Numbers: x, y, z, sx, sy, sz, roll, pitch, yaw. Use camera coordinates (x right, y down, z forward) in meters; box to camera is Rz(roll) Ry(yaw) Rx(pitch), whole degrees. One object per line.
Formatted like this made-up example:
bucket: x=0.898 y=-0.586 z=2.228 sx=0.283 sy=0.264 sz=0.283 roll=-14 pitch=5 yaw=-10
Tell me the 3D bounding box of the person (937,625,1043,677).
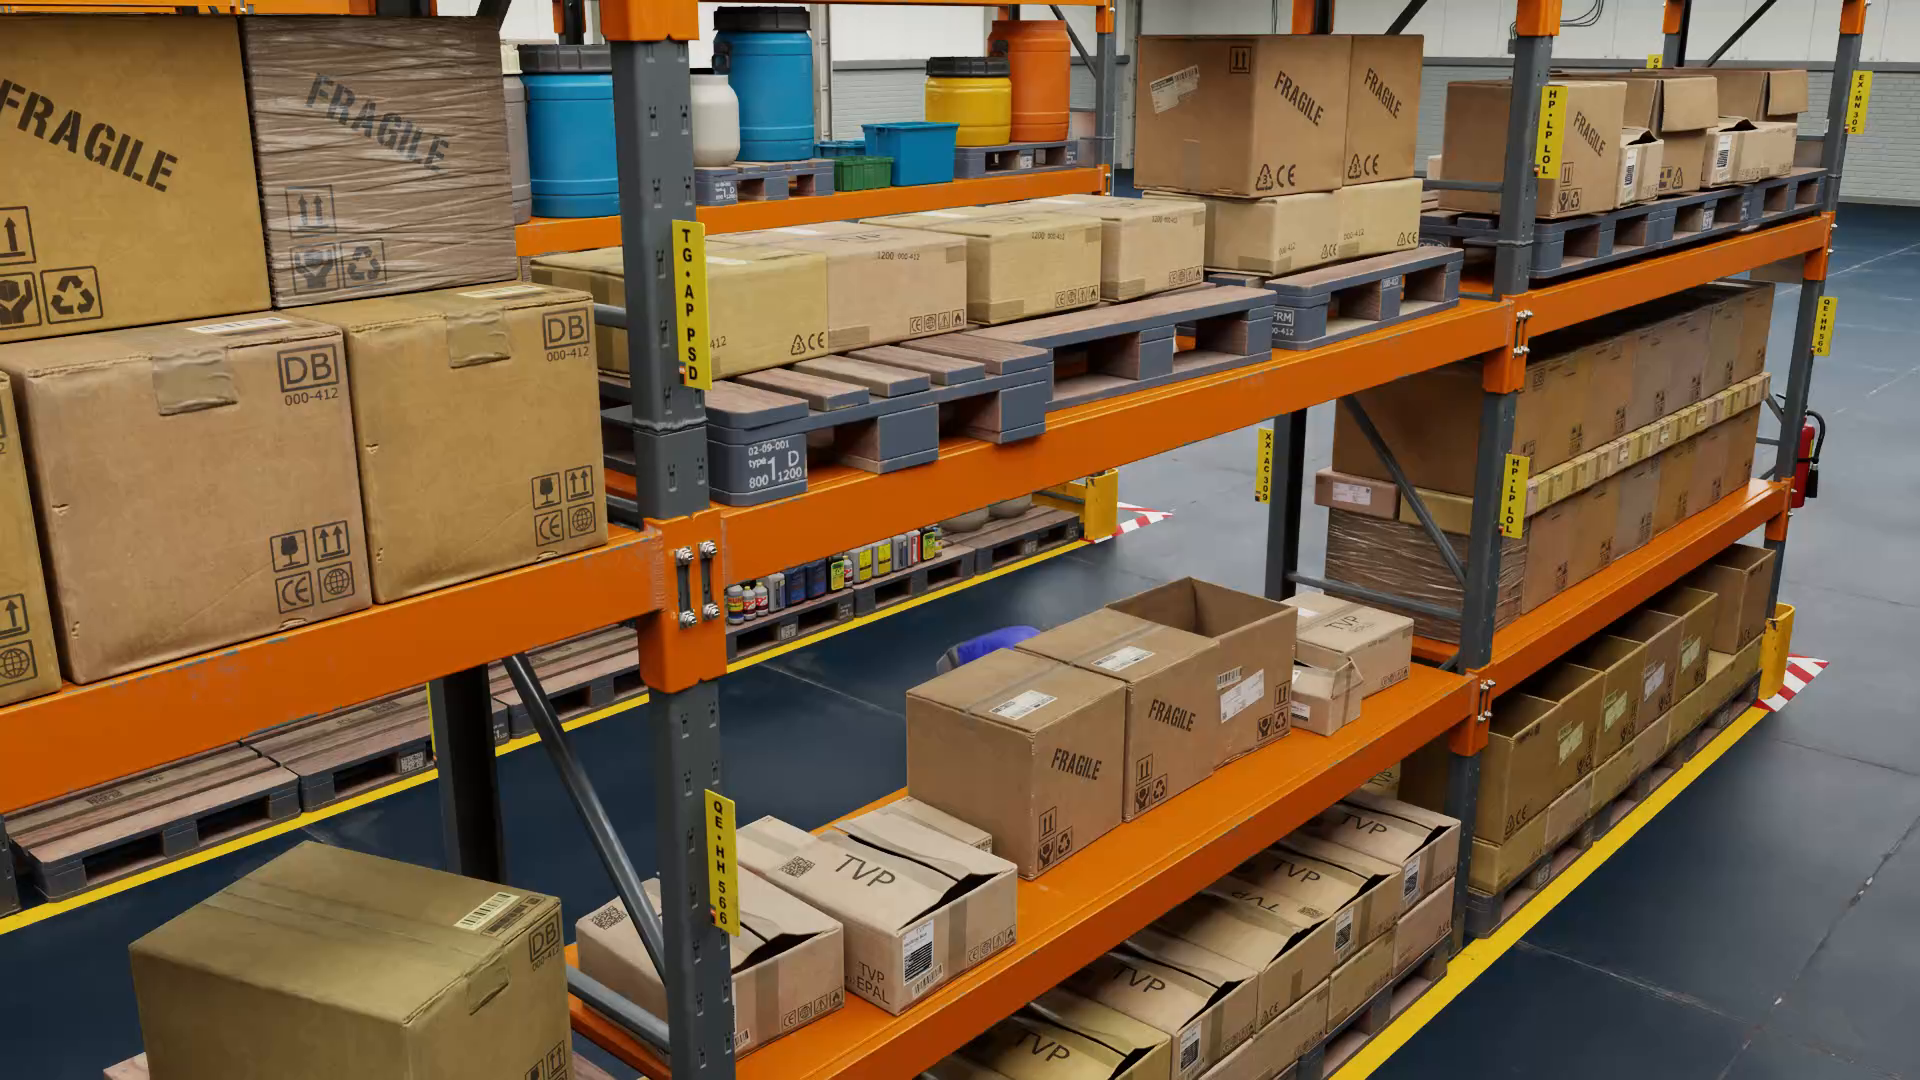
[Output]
person: x=0.267 y=0.812 z=9.020 sx=0.843 sy=0.768 sz=0.461 roll=14 pitch=22 yaw=38
